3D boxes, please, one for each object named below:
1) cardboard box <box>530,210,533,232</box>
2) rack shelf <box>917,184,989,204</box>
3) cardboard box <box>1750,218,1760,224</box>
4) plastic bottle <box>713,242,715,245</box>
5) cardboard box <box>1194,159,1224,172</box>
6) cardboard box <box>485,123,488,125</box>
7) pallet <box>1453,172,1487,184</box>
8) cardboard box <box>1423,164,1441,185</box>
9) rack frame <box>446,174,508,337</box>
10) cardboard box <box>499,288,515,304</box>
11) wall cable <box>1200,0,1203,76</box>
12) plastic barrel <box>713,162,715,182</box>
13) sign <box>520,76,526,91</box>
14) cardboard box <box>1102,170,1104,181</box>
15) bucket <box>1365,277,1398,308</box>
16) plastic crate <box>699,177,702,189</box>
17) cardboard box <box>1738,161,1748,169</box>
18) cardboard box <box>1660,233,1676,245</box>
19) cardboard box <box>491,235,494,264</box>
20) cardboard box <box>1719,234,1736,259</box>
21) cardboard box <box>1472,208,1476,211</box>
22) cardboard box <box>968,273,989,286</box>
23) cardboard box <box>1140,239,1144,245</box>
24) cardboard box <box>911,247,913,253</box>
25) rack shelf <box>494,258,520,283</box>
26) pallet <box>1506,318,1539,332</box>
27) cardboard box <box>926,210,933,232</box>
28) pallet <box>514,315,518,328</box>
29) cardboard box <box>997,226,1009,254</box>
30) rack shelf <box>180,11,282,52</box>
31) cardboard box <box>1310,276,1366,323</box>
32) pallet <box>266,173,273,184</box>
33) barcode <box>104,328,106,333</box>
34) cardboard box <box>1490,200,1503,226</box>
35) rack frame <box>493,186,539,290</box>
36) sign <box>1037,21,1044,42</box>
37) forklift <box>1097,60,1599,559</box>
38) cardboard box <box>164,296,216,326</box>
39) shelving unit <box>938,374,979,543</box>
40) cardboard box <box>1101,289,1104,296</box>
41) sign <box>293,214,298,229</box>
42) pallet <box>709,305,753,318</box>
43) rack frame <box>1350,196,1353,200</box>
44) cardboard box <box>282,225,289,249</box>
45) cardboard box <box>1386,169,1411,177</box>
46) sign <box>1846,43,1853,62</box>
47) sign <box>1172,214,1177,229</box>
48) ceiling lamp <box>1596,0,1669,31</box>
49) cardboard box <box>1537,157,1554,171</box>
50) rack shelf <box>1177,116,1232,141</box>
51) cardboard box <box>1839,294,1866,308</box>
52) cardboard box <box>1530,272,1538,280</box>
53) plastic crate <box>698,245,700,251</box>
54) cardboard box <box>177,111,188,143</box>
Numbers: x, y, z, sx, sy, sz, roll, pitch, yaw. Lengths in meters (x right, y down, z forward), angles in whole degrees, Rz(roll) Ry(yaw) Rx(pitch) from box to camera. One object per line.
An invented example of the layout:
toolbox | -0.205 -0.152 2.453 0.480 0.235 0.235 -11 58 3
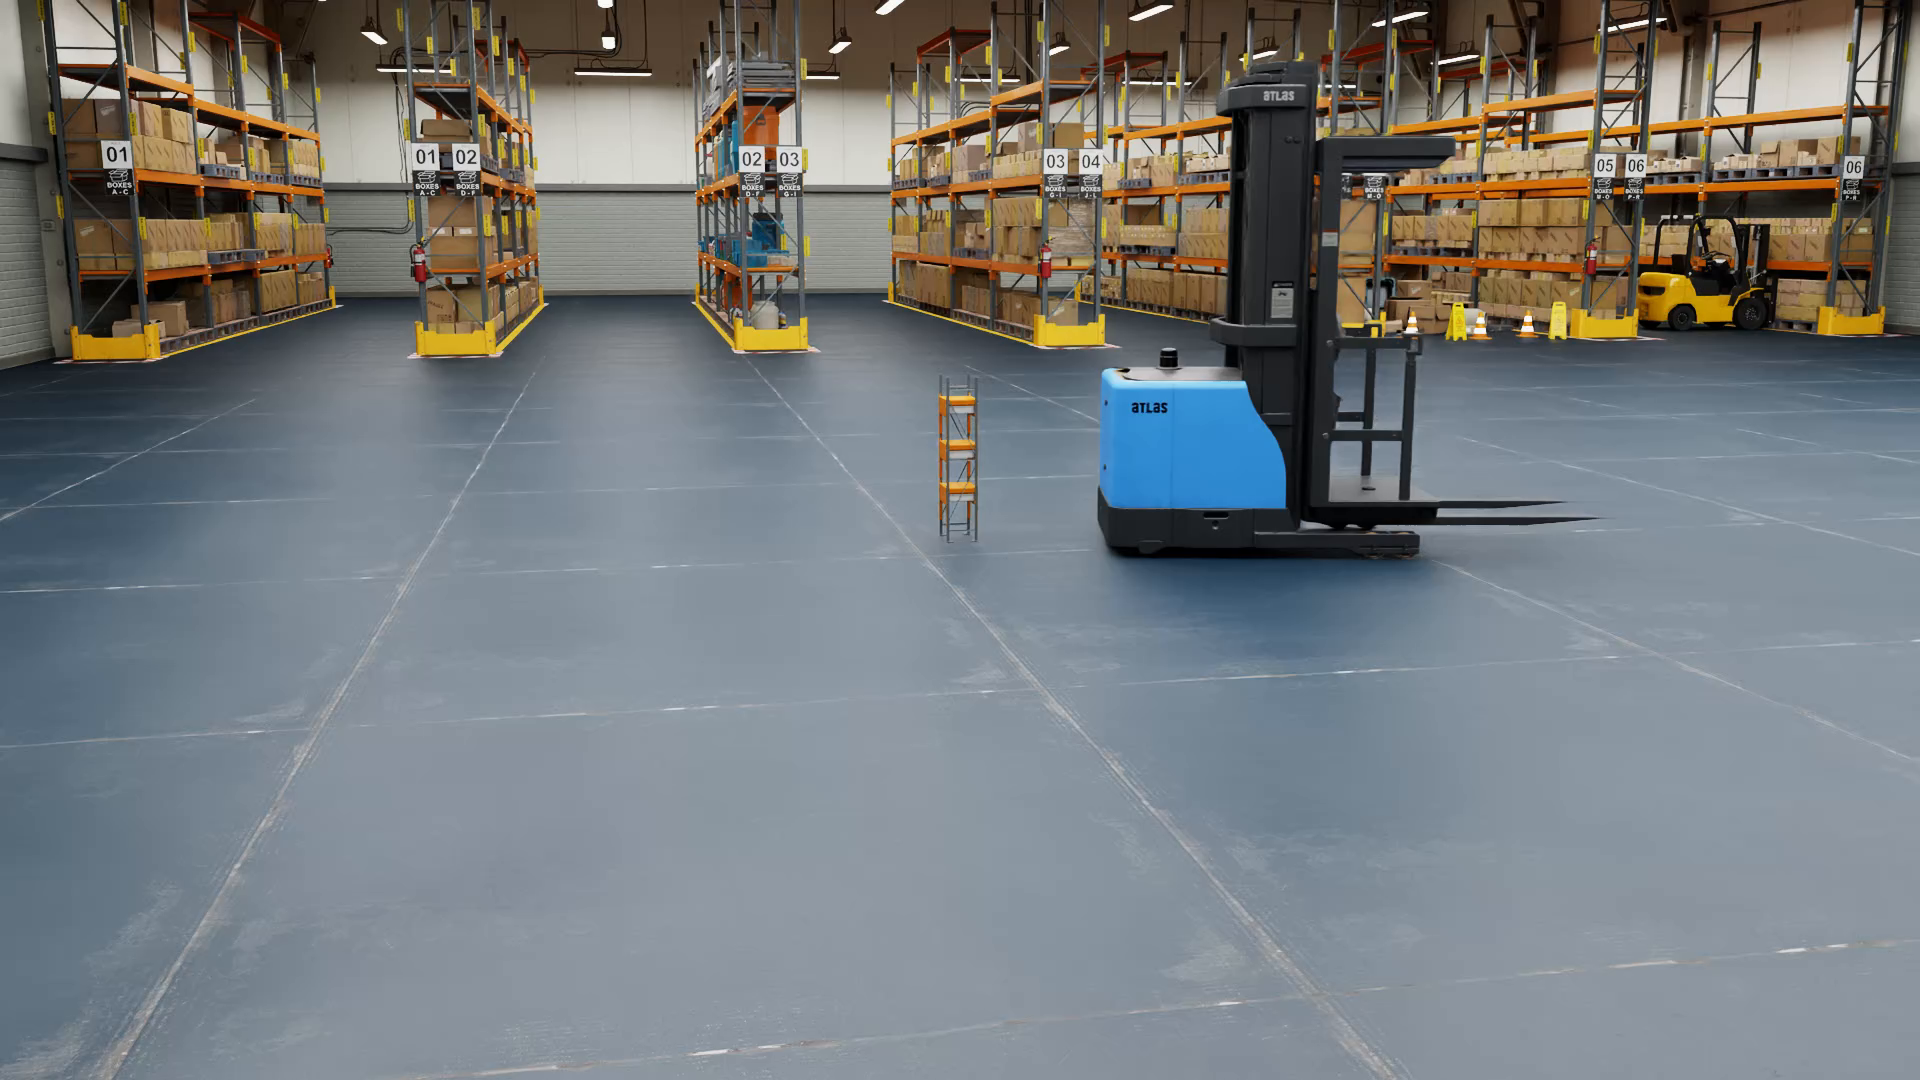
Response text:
cardboard box | -10.218 -7.415 38.691 0.500 0.500 0.500 -2 11 -13
rack shelf | -0.095 -7.702 37.042 1.077 0.370 4.000 -2 11 -11
cardboard box | 15.760 -6.234 32.631 0.380 0.149 0.250 -2 11 -11
plastic bottle | -5.274 -6.310 35.958 0.144 0.351 0.185 -2 11 -11
cardboard box | 5.201 -7.800 34.641 0.500 0.250 0.500 -2 11 -9
cardboard box | -8.727 -7.211 29.811 0.500 0.500 0.500 -2 11 -10
pallet | 10.777 -7.340 33.720 1.213 0.211 1.003 -2 11 -11
cardboard box | 10.339 -7.821 35.467 0.797 0.503 0.637 -2 11 -11
rack frame | -8.646 -5.122 29.585 1.000 3.000 0.127 -2 11 -11
cardboard box | -8.878 -4.712 32.160 0.500 0.311 0.500 -2 11 -11
wall cable | 6.048 -15.226 48.977 2.355 3.000 0.029 -2 11 -11
plastic barrel | -4.805 -7.495 33.733 0.421 0.512 0.421 0 11 0
sign | -9.659 -10.094 36.742 0.100 0.325 0.005 -2 11 -11
cardboard box | 3.742 -9.118 41.623 0.500 0.250 0.500 -3 11 -13
bucket | 8.245 -4.841 32.798 0.726 0.611 0.620 2 1 9
plastic crate | -5.992 -8.500 39.627 0.437 0.282 0.530 -2 11 -11
cardboard box | 15.599 -7.394 32.783 0.380 0.149 0.250 -2 11 -9
cardboard box | 15.207 -6.370 35.205 0.500 0.250 0.500 -2 11 -12
cardboard box | -8.554 -5.090 29.149 0.700 0.500 0.500 -2 11 -12
cardboard box | 15.608 -5.886 33.334 0.500 0.500 0.500 -2 11 -10
cardboard box | 10.736 -6.857 34.778 0.380 0.149 0.250 -1 11 -8
cardboard box | 0.453 -5.450 34.811 0.500 0.250 0.500 -2 11 -9
cardboard box | 4.331 -6.819 38.049 0.380 0.149 0.250 -3 11 -14
cardboard box | -0.965 -6.964 39.933 0.380 0.149 0.250 -2 11 -12
rack shelf | -9.035 -5.135 31.579 1.077 0.370 4.000 -2 11 -11
pallet | 11.198 -4.126 31.810 1.003 0.211 1.213 -2 11 -11
cardboard box | -0.352 -7.374 38.466 0.797 0.503 0.637 -2 11 -12
pallet | -9.302 -4.333 32.899 1.003 0.211 1.213 -2 11 -11
cardboard box | 1.161 -5.499 30.503 0.875 0.500 0.500 -2 11 -11
rack shelf | -14.672 -10.268 33.612 1.077 0.370 4.000 -2 11 -11
cardboard box | 6.538 -4.194 29.270 0.875 0.875 0.875 -2 11 -11
pallet | -14.680 -7.377 33.914 1.003 0.211 1.213 -2 11 -8
barcode | -13.169 -3.226 25.615 0.001 0.075 0.075 -2 11 -11
cardboard box | 10.743 -6.345 32.275 0.700 0.500 0.500 -2 11 -11
rack frame | -10.980 -7.323 41.148 1.000 3.000 0.127 -2 11 -11
sign | 1.301 -8.215 26.870 0.100 0.325 0.005 -2 11 -11
forklift | 2.421 -1.422 10.328 3.031 2.935 1.130 0 11 0
cardboard box | -13.664 -4.064 29.533 0.700 0.500 0.500 -2 11 -9
shelving unit | -0.010 -0.526 10.650 0.215 1.050 0.252 -2 11 -11
cardboard box | 3.725 -6.259 42.061 0.380 0.149 0.250 -2 11 -11
sign | -14.530 -6.960 36.356 0.100 0.325 0.005 -2 11 -11
pallet | -4.993 -5.032 36.568 1.003 0.211 1.213 -2 11 -11
rack frame | 9.236 -7.309 41.076 1.000 3.000 0.127 -2 11 -11
cardboard box | -14.615 -6.445 35.418 0.500 0.500 0.500 -2 11 -11
cardboard box | 9.793 -8.370 37.227 0.797 0.503 0.637 -3 11 -15
sign | 15.904 -8.717 29.719 0.100 0.325 0.005 -2 11 -11
sign | 4.648 -6.885 35.965 0.100 0.325 0.005 -2 11 -11
ceiling lamp | 13.532 -11.732 32.659 0.800 3.185 2.000 -2 11 -11
cardboard box | 11.004 -6.926 30.644 0.500 0.250 0.500 -2 11 -9
rack shelf | 5.568 -8.407 33.795 1.077 0.370 4.000 -2 11 -11
cardboard box | 16.551 -4.484 31.129 0.500 0.250 0.500 -2 11 -10
cardboard box | 10.926 -4.948 31.160 0.380 0.149 0.250 -2 11 -9
plastic crate | -6.414 -7.283 41.484 0.250 0.136 0.298 -2 11 -11
cardboard box | -13.024 -6.782 27.290 0.500 0.500 0.500 -2 11 -8
